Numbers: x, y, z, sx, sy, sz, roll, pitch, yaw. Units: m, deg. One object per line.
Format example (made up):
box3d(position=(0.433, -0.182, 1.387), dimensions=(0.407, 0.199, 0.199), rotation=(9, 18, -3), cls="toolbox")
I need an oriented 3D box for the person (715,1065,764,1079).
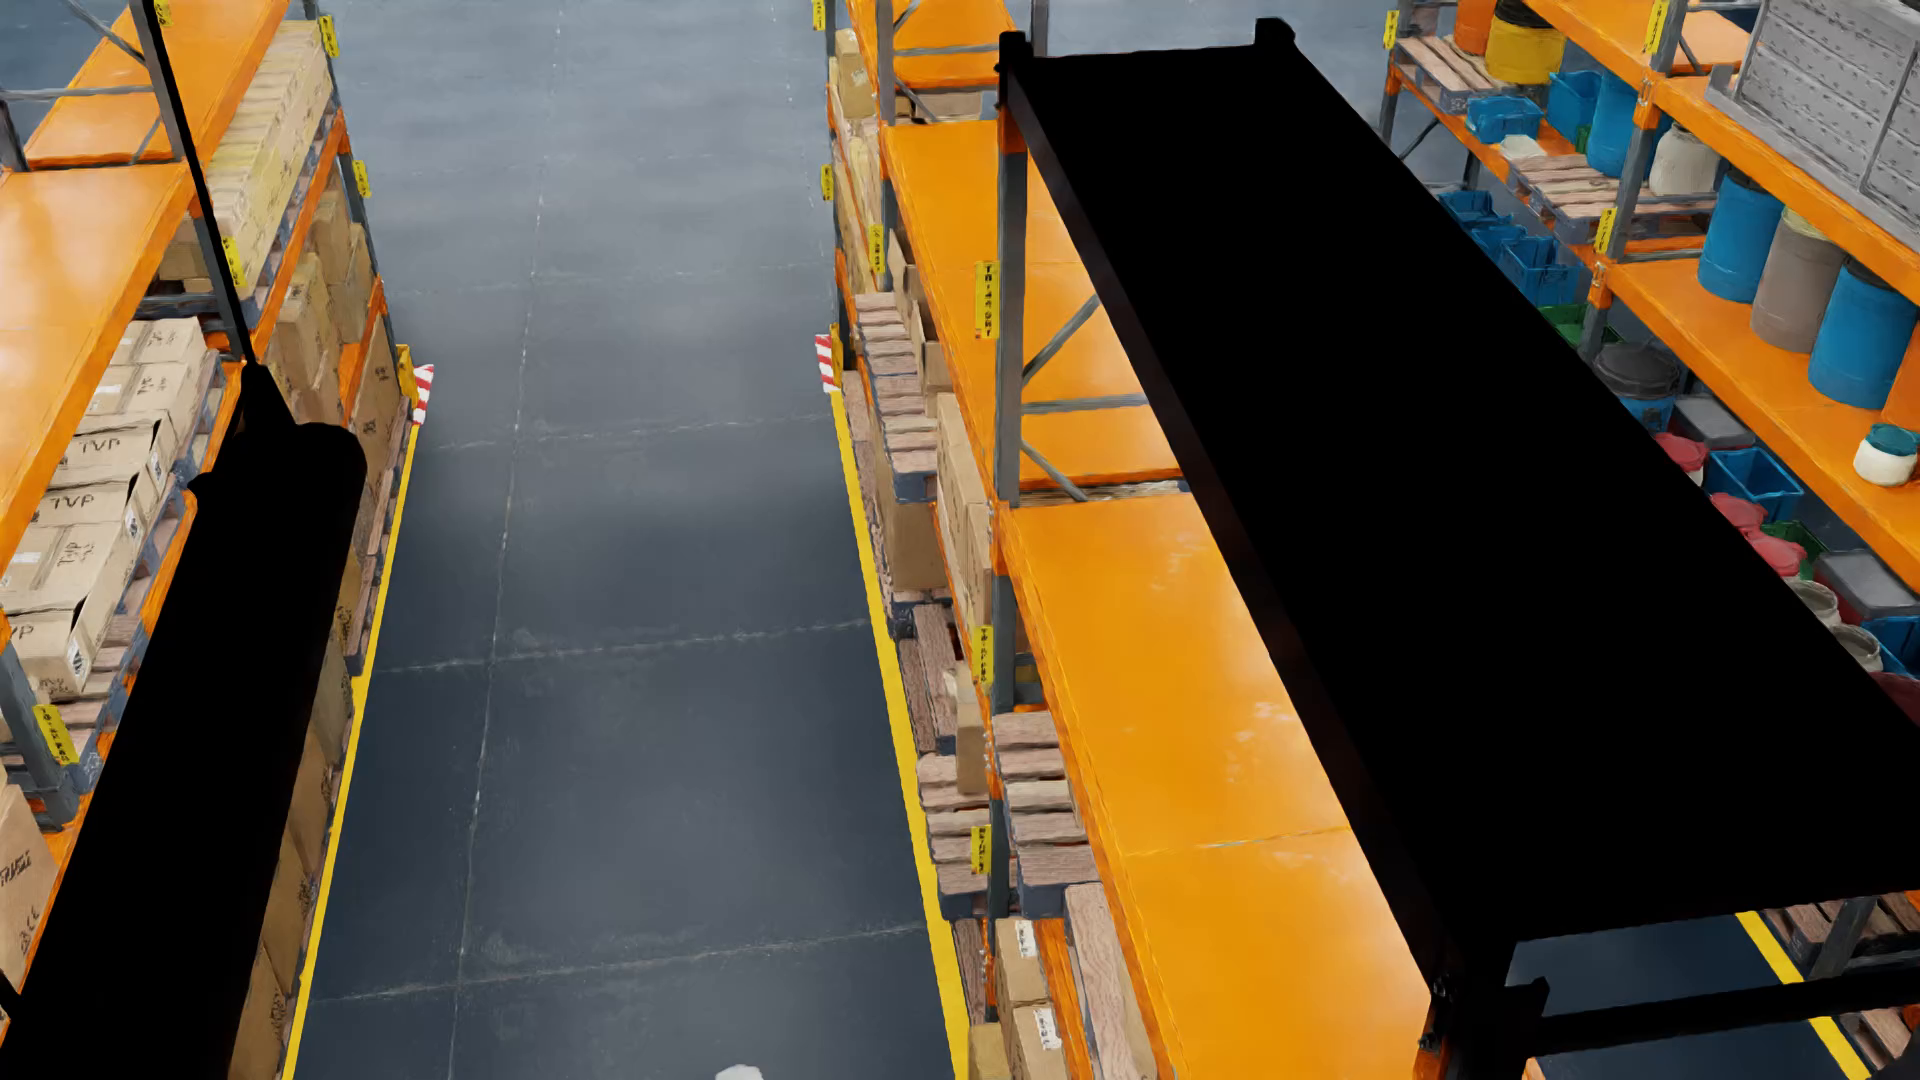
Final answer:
box3d(position=(-0.965, 3.104, 7.855), dimensions=(0.455, 1.588, 1.089), rotation=(-6, 37, -9), cls="person")
